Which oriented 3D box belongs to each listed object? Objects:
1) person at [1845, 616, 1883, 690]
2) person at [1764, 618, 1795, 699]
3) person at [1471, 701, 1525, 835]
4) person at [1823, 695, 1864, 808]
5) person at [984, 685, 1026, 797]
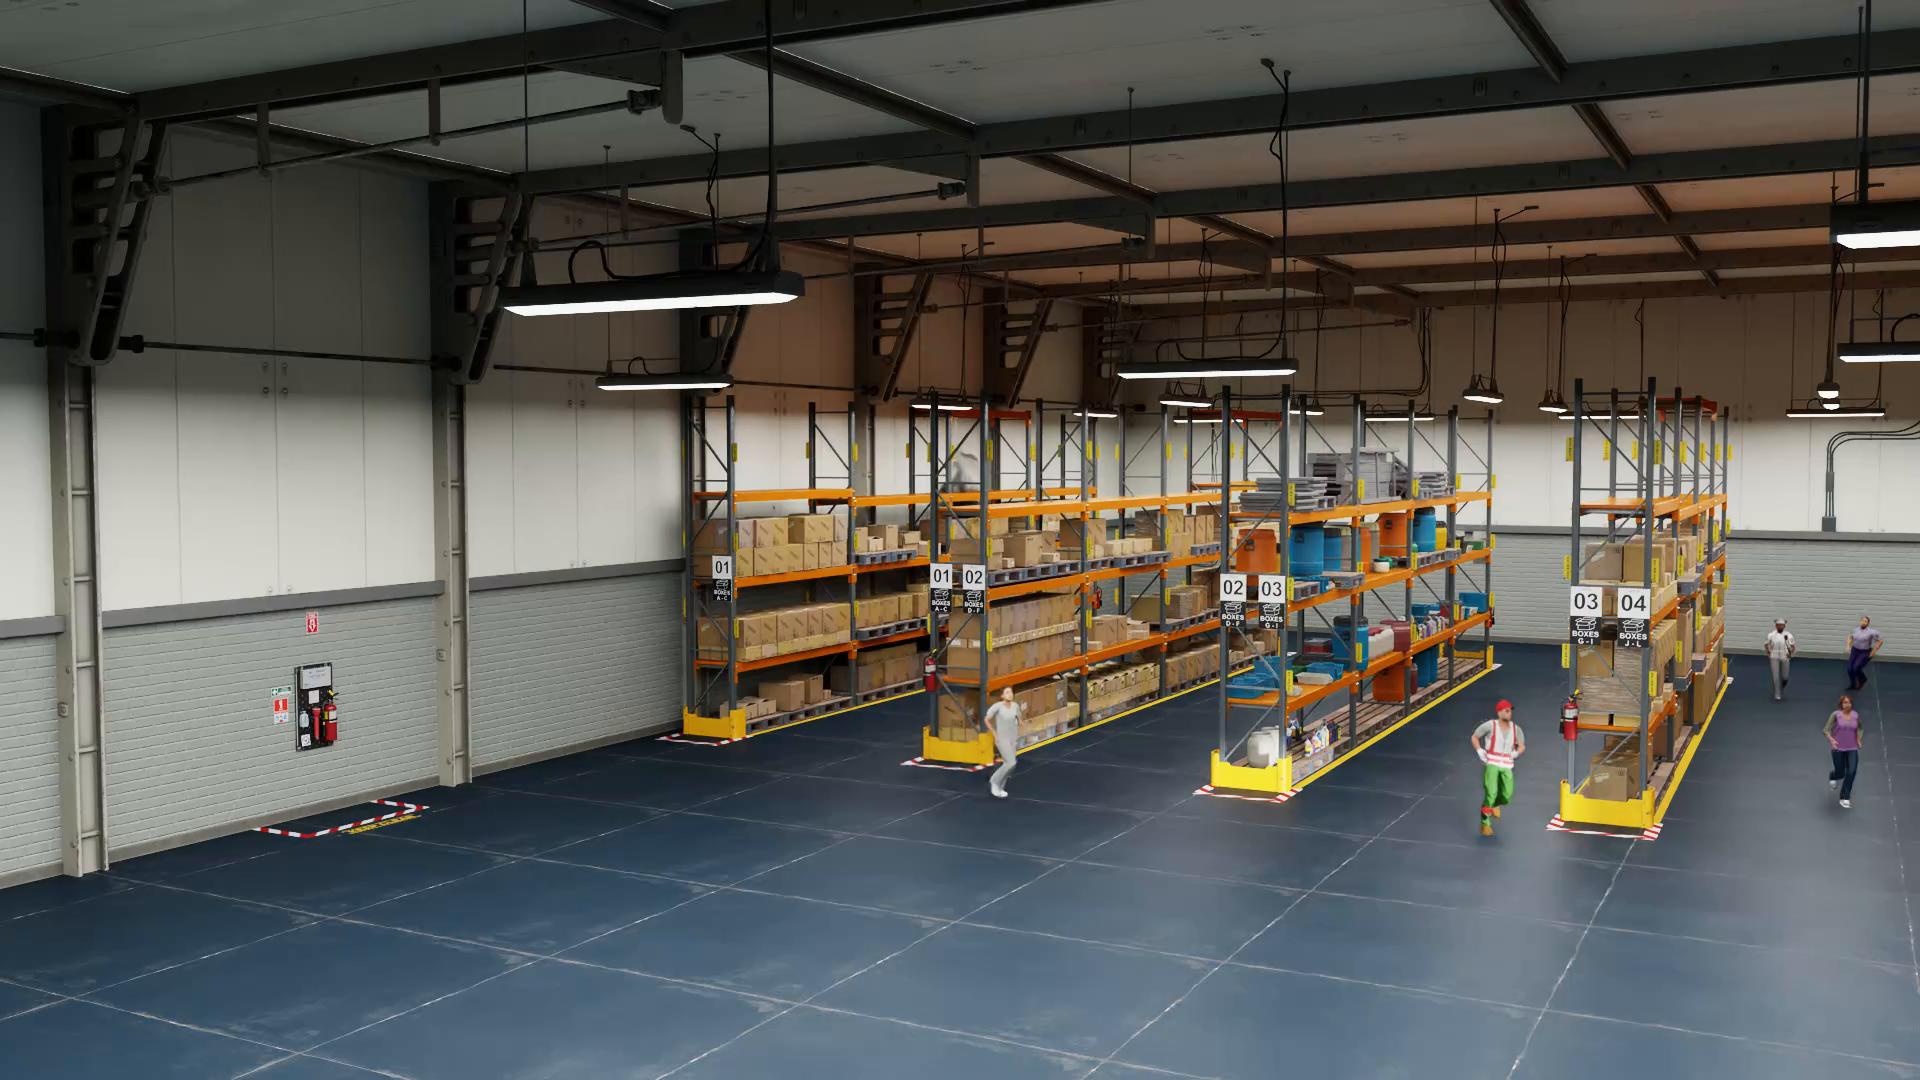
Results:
[{"bbox_3d":[18.819,2.383,34.734,0.522,1.585,0.664,-2,3,-29],"label":"person"},{"bbox_3d":[16.627,2.398,33.756,0.574,1.650,0.553,2,3,27],"label":"person"},{"bbox_3d":[7.170,2.998,22.104,0.690,1.723,0.762,0,3,-1],"label":"person"},{"bbox_3d":[12.574,2.983,23.653,0.542,1.573,0.694,1,3,14],"label":"person"},{"bbox_3d":[0.696,2.910,24.041,0.548,1.636,0.592,-2,4,-36],"label":"person"}]
